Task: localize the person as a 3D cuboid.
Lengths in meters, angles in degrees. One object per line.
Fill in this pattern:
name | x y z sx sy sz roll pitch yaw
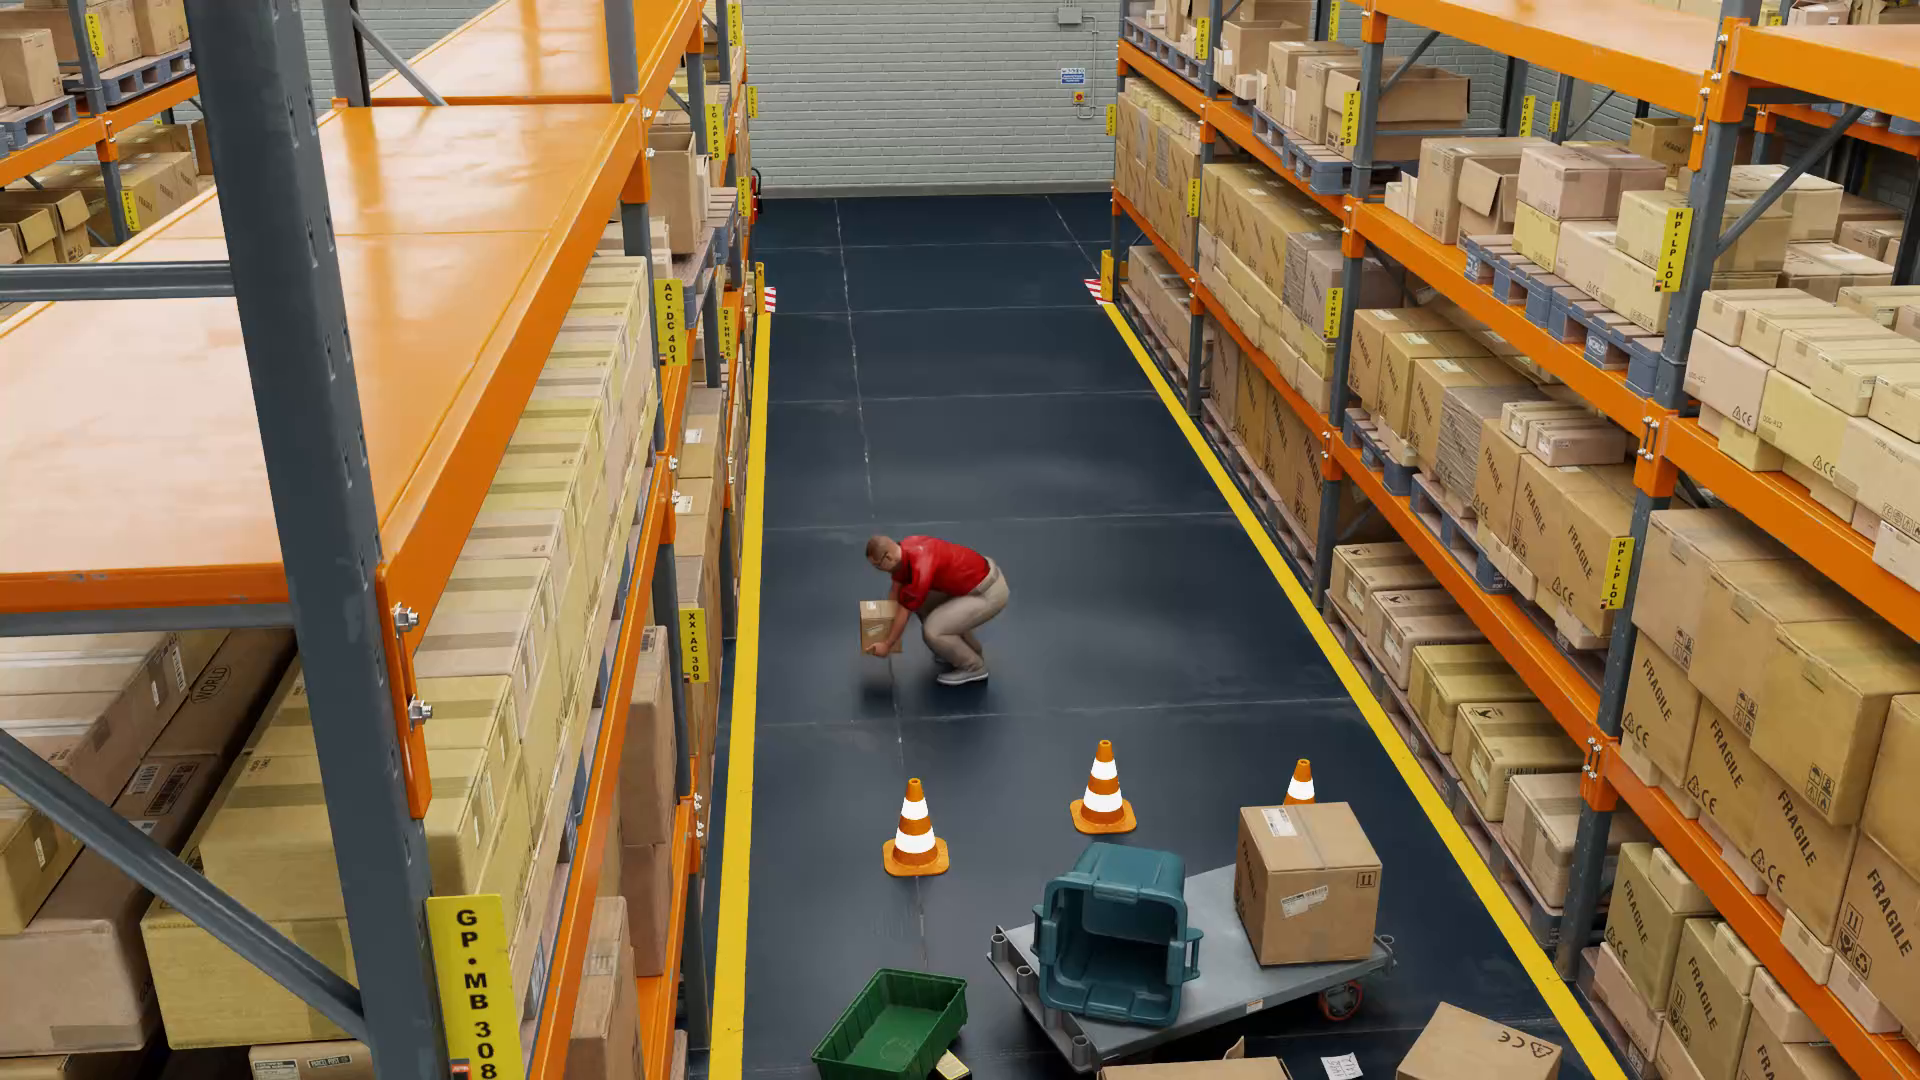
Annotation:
person | -0.148 0.393 10.398 0.908 0.977 0.536 -3 24 -7
